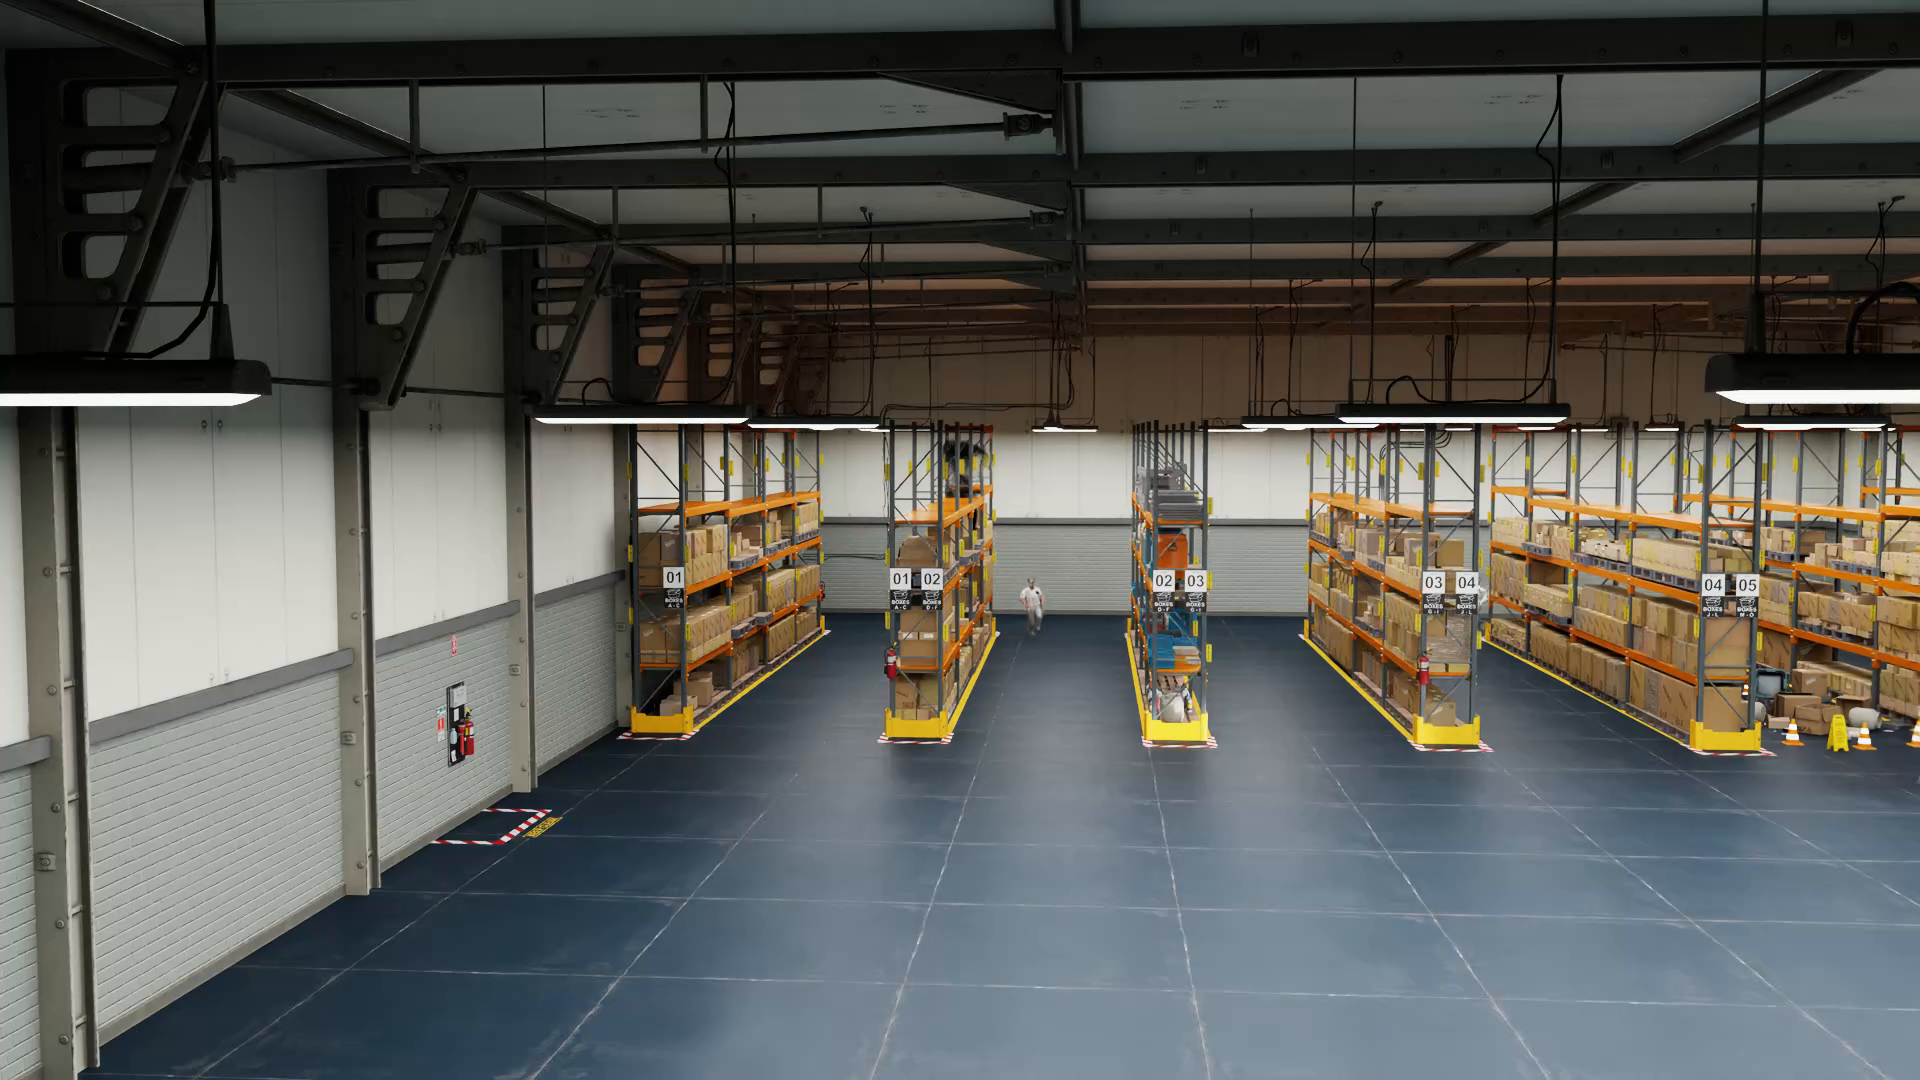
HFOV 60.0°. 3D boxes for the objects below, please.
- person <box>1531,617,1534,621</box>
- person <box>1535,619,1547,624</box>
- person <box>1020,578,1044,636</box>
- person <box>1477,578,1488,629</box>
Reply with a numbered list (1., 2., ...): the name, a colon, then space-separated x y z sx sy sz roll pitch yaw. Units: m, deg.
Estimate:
1. person: 16.606 1.863 47.678 0.754 1.758 0.546 -1 4 -10
2. person: 16.423 1.910 46.747 0.745 1.722 0.526 -2 4 -27
3. person: 2.044 1.897 46.629 0.701 1.668 0.773 -1 4 -12
4. person: 14.818 1.894 47.667 0.761 1.690 0.628 -3 4 -35
